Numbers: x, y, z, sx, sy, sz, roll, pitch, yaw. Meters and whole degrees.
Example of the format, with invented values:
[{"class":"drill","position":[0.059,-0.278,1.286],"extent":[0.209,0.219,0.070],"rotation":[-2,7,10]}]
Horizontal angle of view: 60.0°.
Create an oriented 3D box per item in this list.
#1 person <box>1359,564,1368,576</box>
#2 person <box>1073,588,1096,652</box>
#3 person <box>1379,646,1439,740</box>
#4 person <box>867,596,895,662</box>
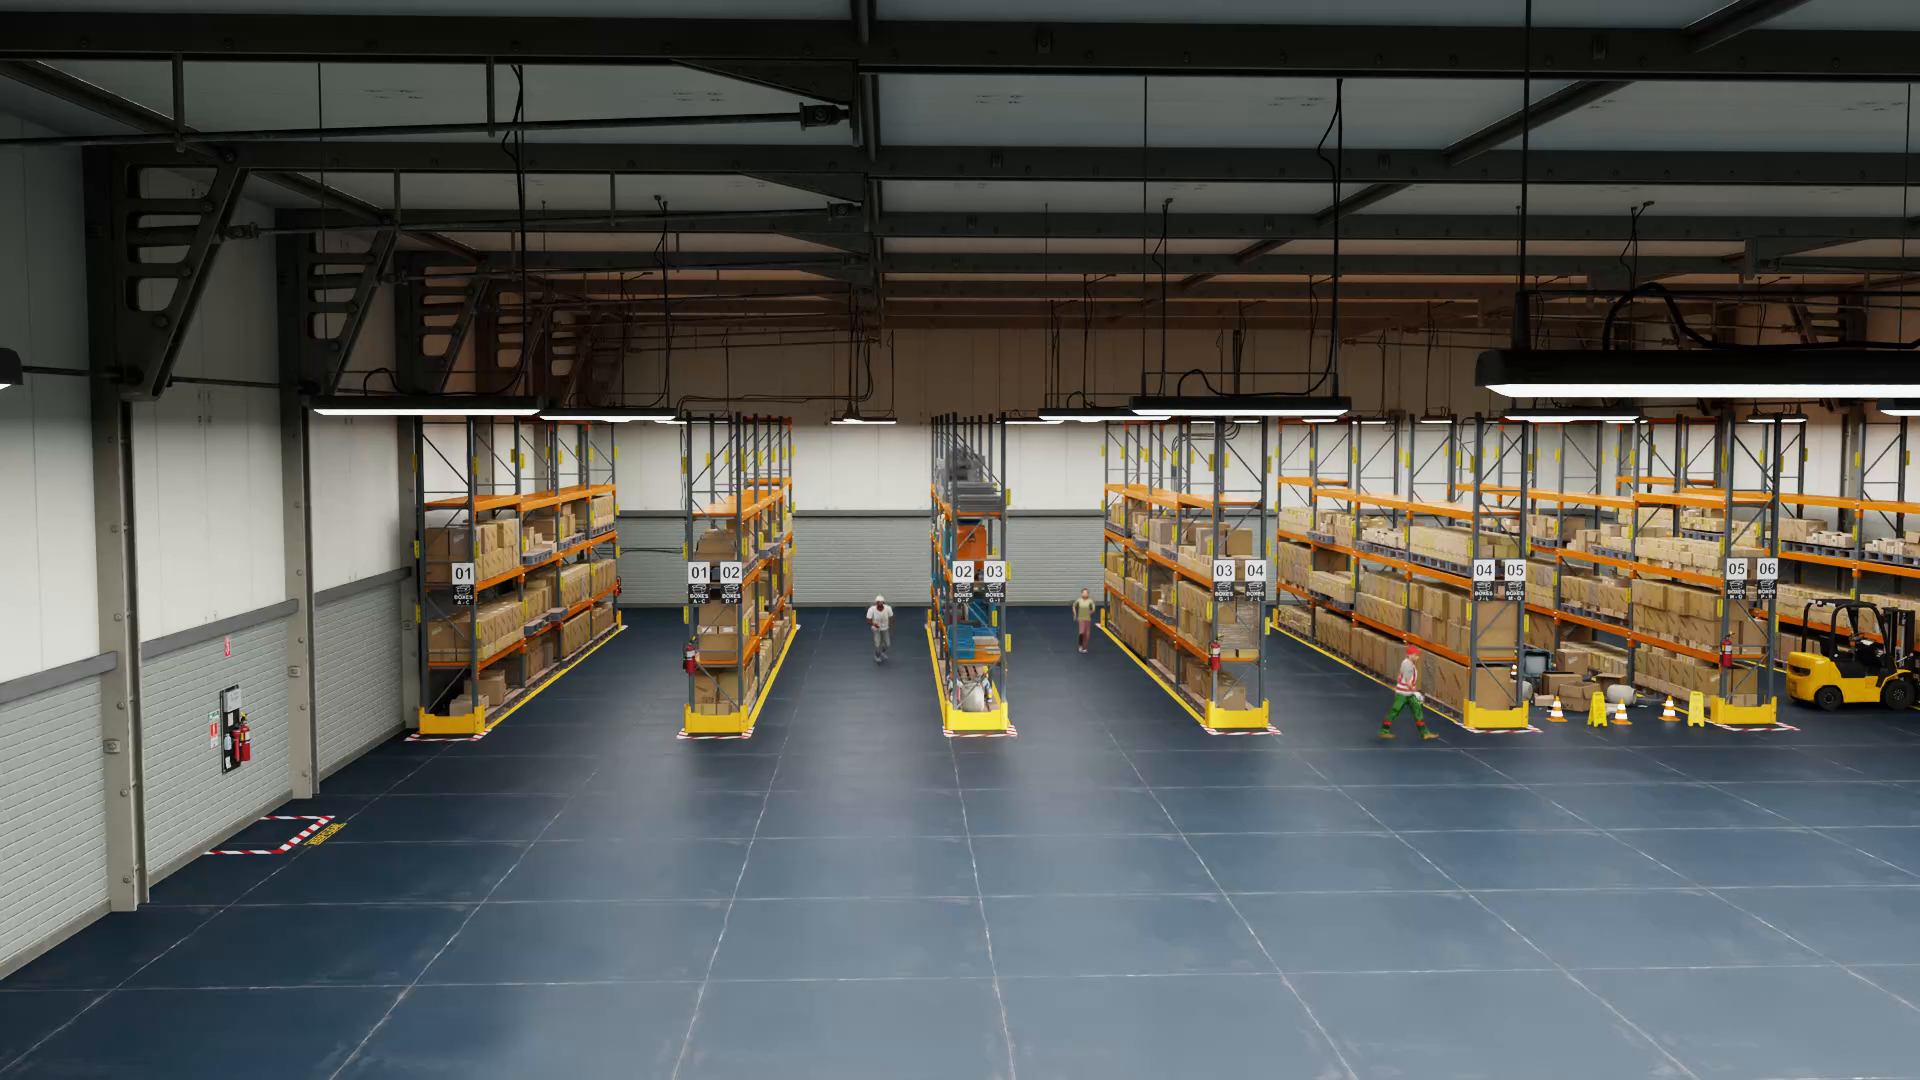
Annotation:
[{"class":"person","position":[11.834,1.556,48.997],"extent":[0.700,1.688,0.542],"rotation":[-1,4,-9]},{"class":"person","position":[3.143,2.034,41.933],"extent":[0.553,1.630,0.607],"rotation":[0,4,-3]},{"class":"person","position":[8.142,2.768,30.134],"extent":[1.045,1.717,0.612],"rotation":[2,4,26]},{"class":"person","position":[-1.928,2.158,40.313],"extent":[0.699,1.653,0.764],"rotation":[-1,4,-13]}]
